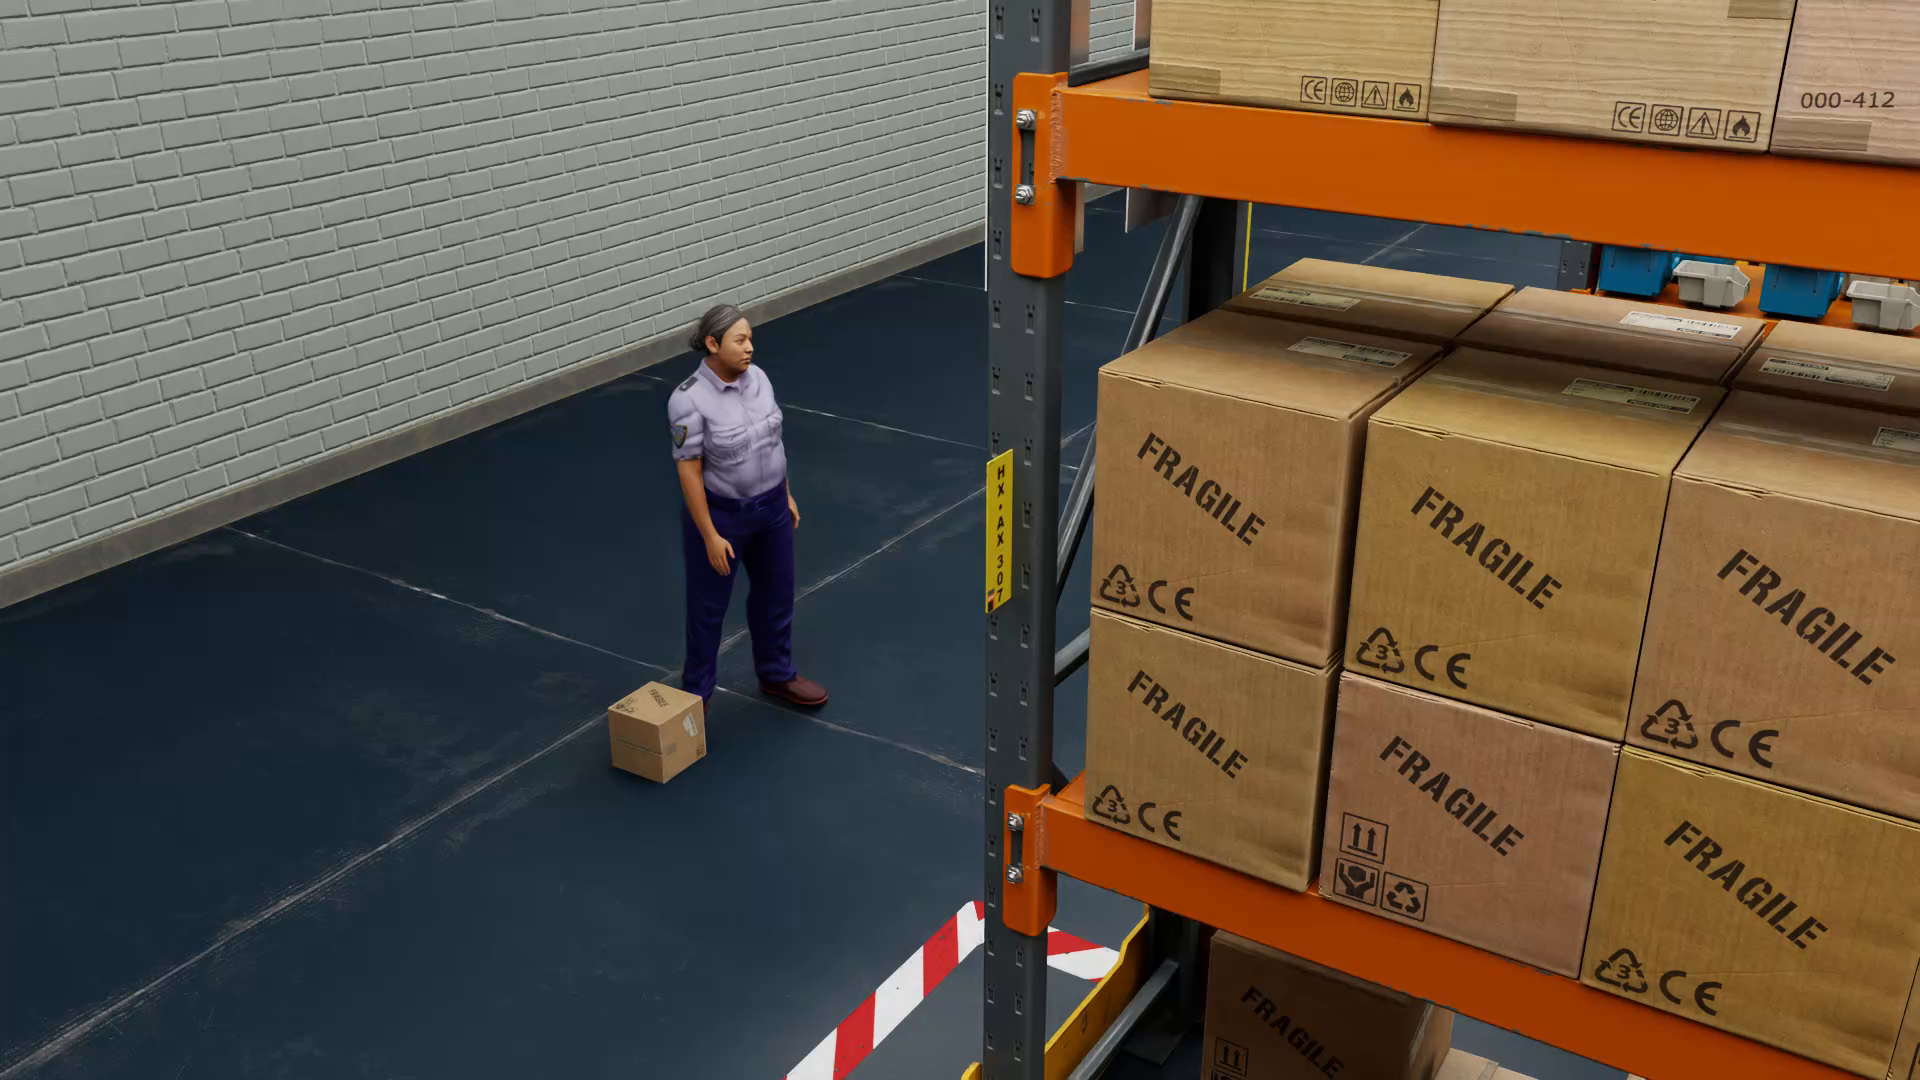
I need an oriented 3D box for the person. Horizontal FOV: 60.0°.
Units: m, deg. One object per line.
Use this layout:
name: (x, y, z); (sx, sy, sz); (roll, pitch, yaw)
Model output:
person: (-0.856, -0.073, 6.237); (0.380, 1.654, 0.635); (21, 31, 39)
